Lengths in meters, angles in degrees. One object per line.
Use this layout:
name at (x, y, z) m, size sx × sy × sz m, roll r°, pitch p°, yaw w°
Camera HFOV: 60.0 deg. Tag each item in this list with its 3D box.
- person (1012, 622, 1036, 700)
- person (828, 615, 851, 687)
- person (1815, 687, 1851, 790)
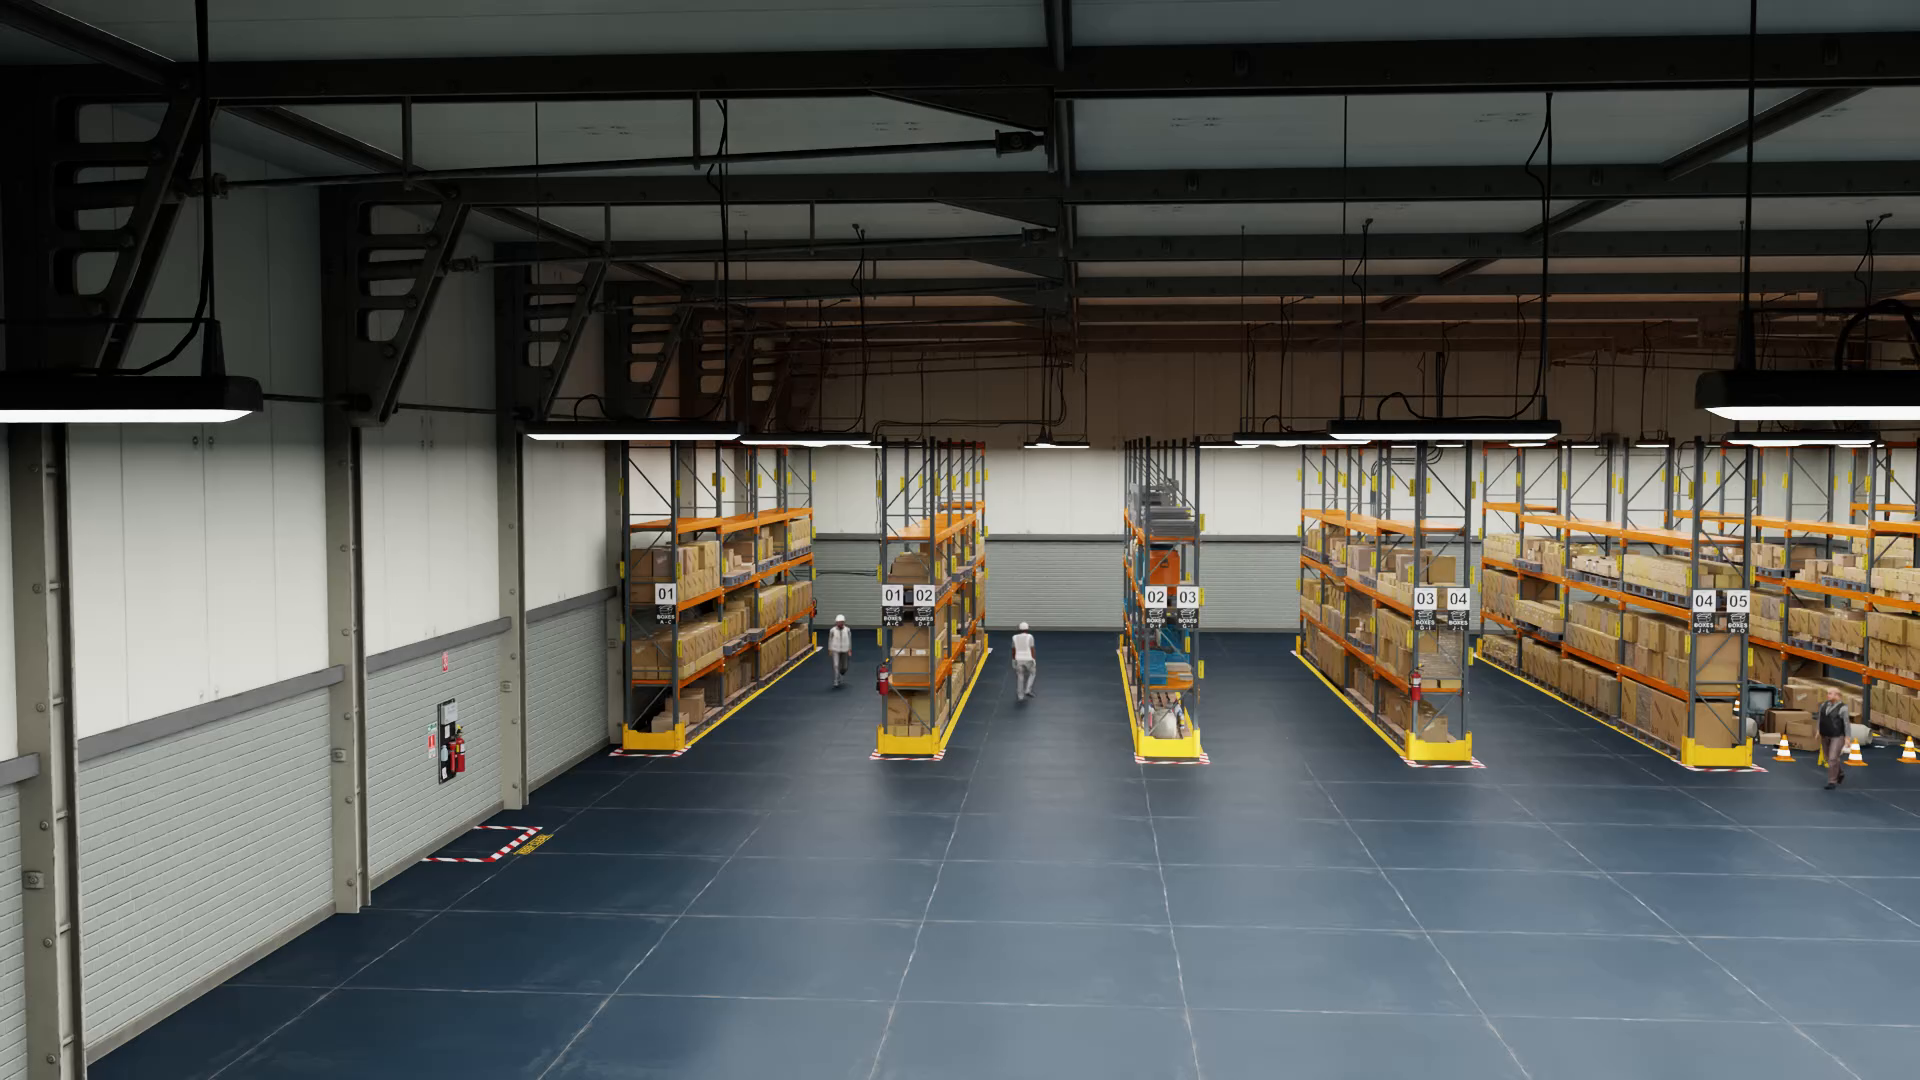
person at (1.477, 2.772, 38.262) m, size 0.598 × 1.766 × 0.497 m, roll 1°, pitch 3°, yaw 20°
person at (-2.930, 2.689, 40.563) m, size 0.565 × 1.742 × 0.965 m, roll -1°, pitch 3°, yaw -14°
person at (14.874, 3.349, 28.286) m, size 0.795 × 1.709 × 0.532 m, roll -1°, pitch 3°, yaw -23°
